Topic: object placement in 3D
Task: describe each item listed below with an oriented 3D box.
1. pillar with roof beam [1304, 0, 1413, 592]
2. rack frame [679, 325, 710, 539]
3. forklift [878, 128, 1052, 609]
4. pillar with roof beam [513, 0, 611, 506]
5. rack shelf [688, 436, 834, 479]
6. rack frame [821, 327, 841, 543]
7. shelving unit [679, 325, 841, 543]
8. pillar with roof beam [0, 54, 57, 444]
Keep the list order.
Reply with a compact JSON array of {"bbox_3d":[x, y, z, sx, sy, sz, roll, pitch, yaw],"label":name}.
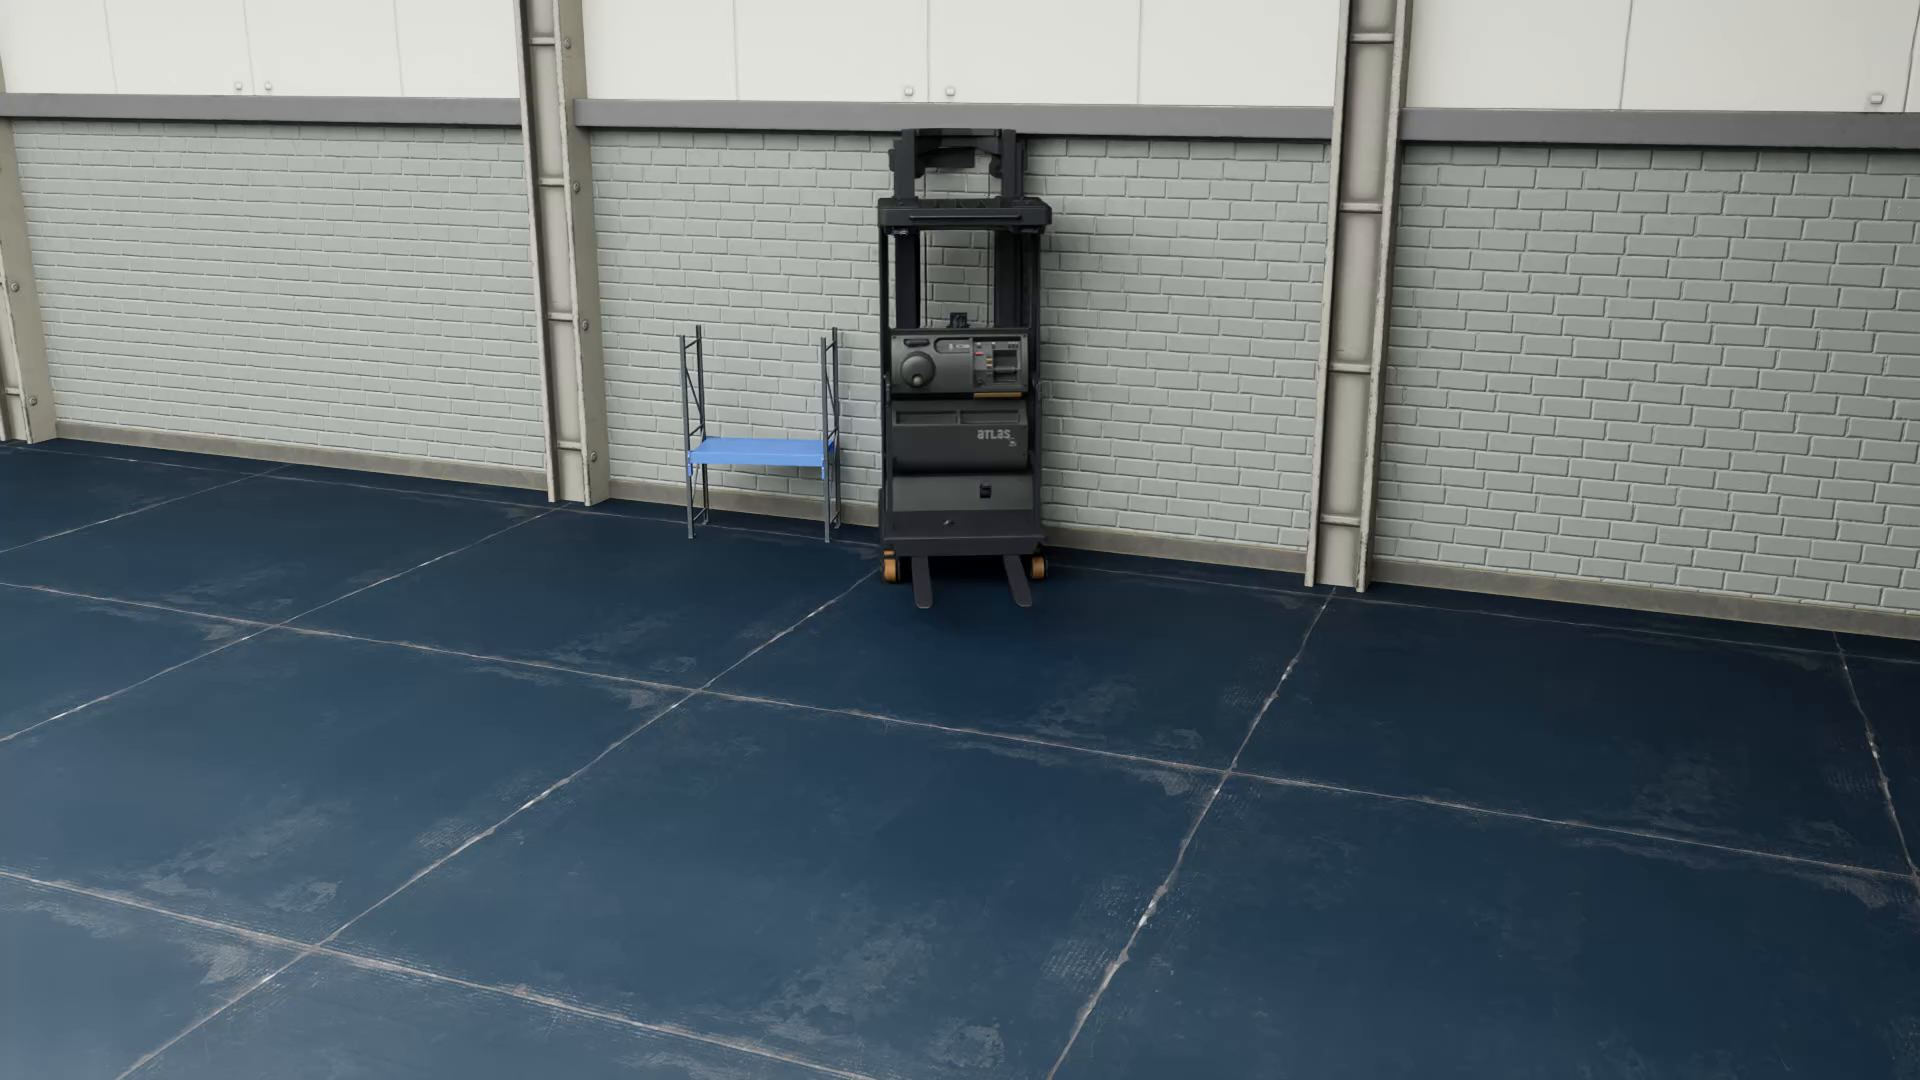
[{"bbox_3d":[0.965,-2.919,6.088,0.400,9.000,9.100,6,17,21],"label":"pillar with roof beam"},{"bbox_3d":[-1.951,-0.799,12.235,0.032,1.500,0.500,2,16,6],"label":"rack frame"},{"bbox_3d":[0.013,-1.212,11.093,1.130,2.935,3.031,-1,16,-3],"label":"forklift"},{"bbox_3d":[-4.617,-3.533,8.202,0.400,9.000,9.100,6,17,21],"label":"pillar with roof beam"},{"bbox_3d":[-1.445,-0.611,12.234,1.000,0.185,0.538,2,16,6],"label":"rack shelf"},{"bbox_3d":[-0.940,-0.769,12.133,0.032,1.500,0.500,2,16,6],"label":"rack frame"},{"bbox_3d":[-1.445,-0.784,12.184,1.048,1.500,0.538,2,16,6],"label":"shelving unit"},{"bbox_3d":[-10.198,-4.147,10.316,0.400,9.000,9.100,6,17,21],"label":"pillar with roof beam"}]
